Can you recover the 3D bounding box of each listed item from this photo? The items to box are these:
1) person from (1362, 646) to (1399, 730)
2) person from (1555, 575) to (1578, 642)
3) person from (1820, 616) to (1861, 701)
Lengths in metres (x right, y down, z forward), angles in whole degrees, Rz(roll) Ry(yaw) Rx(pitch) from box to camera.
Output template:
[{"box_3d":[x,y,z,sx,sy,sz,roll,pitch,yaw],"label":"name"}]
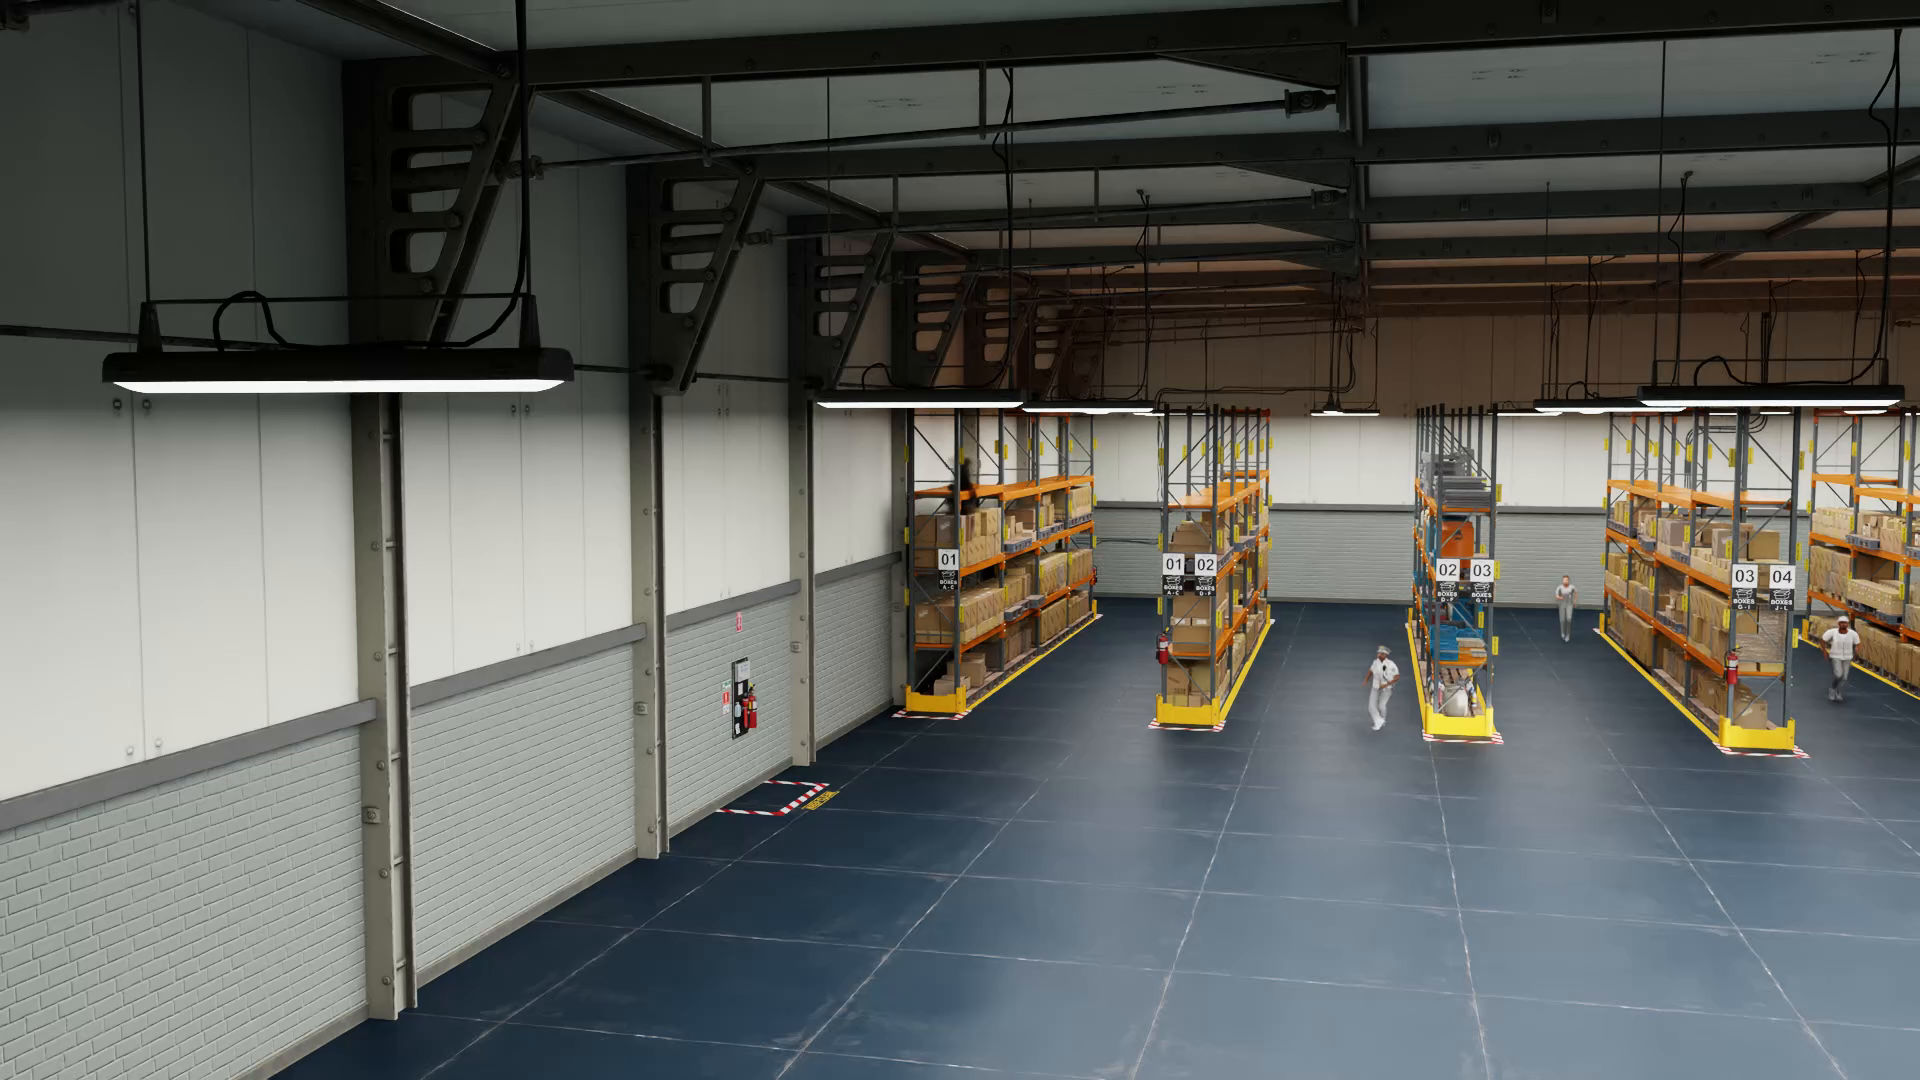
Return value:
[{"box_3d":[7.758,2.723,30.562,0.653,1.605,0.514,3,5,35],"label":"person"},{"box_3d":[15.660,1.764,42.960,0.538,1.712,0.818,2,4,21],"label":"person"},{"box_3d":[17.846,2.403,33.616,0.685,1.744,0.654,1,4,9],"label":"person"}]
